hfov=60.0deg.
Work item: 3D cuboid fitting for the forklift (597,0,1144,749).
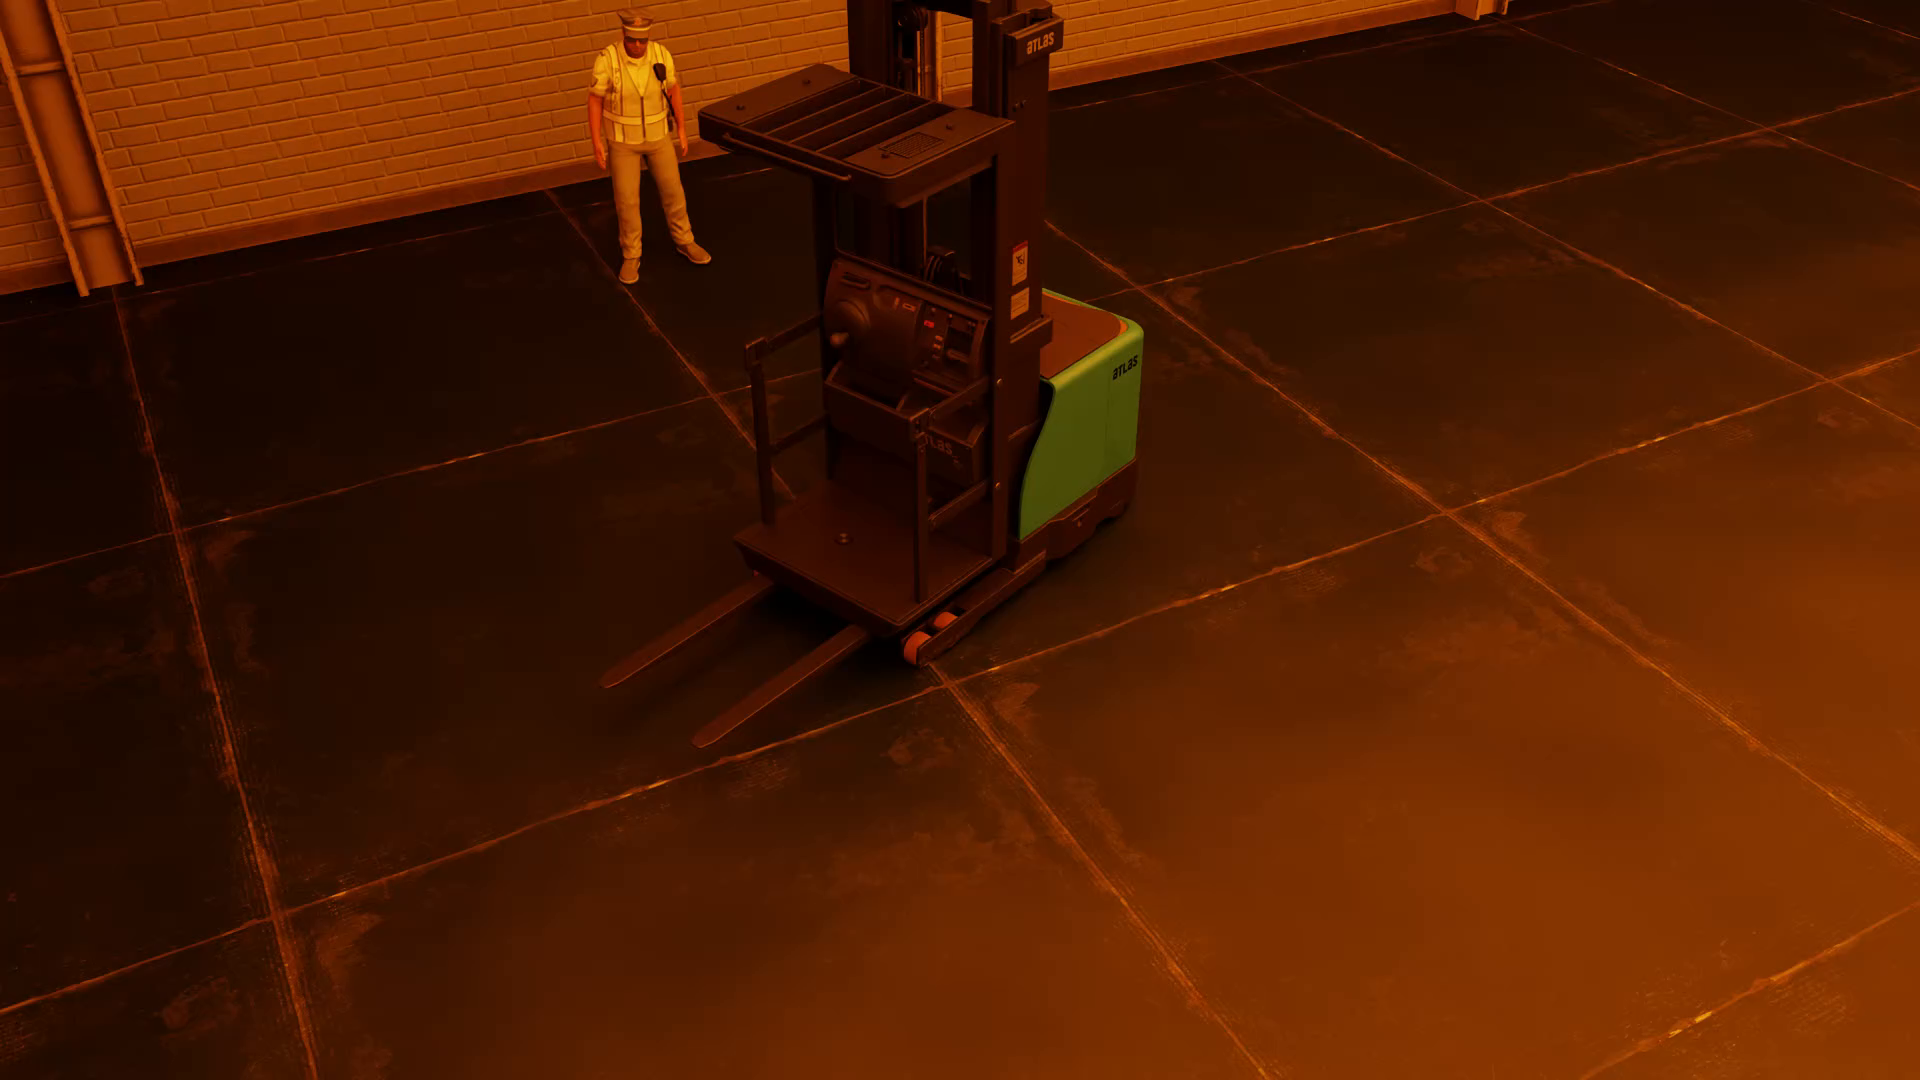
[{"bbox_3d":[-0.390,-0.927,7.434,1.130,2.935,3.031,26,43,31],"label":"forklift"}]

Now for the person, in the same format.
[{"bbox_3d":[-2.060,-2.603,10.832,0.674,1.755,0.482,-16,38,-21],"label":"person"}]
